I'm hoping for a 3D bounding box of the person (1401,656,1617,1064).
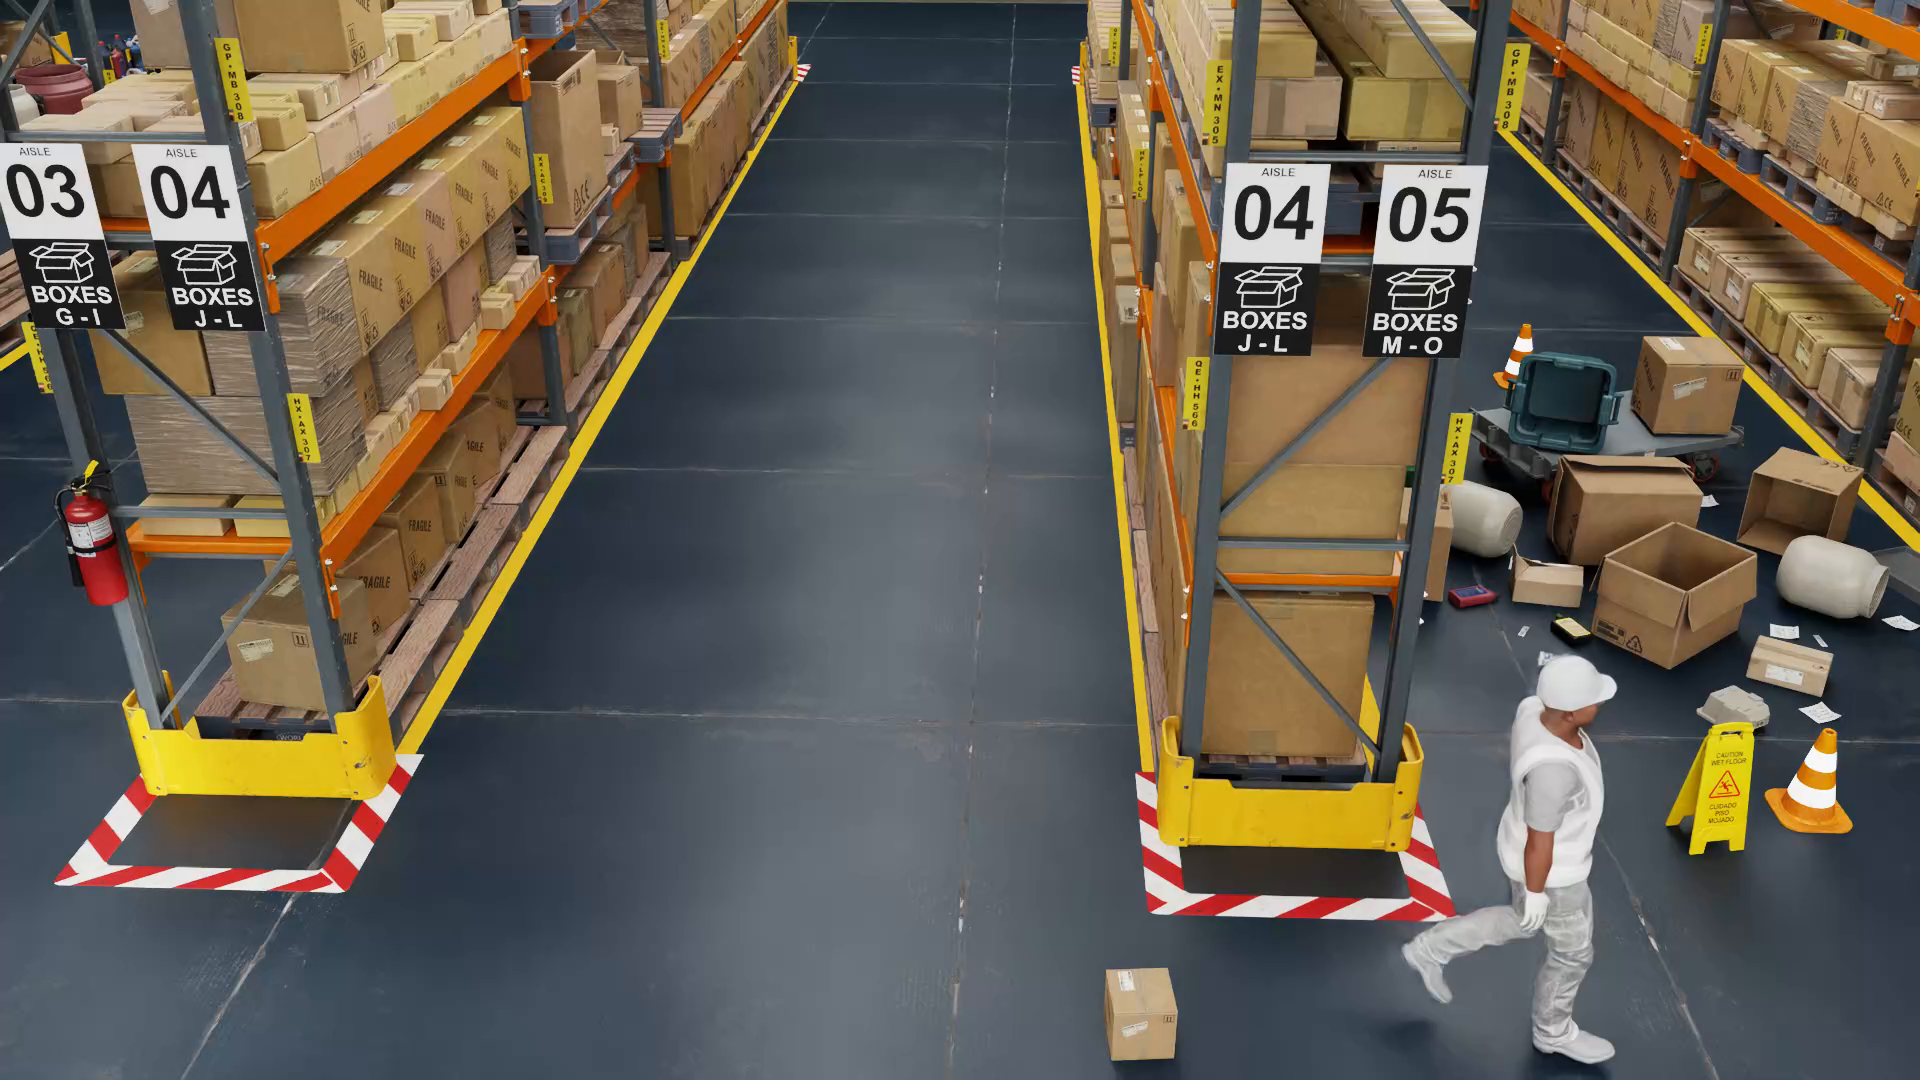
[{"bbox_3d":[2.187,1.184,6.330,0.843,1.761,0.568,6,28,11],"label":"person"}]
